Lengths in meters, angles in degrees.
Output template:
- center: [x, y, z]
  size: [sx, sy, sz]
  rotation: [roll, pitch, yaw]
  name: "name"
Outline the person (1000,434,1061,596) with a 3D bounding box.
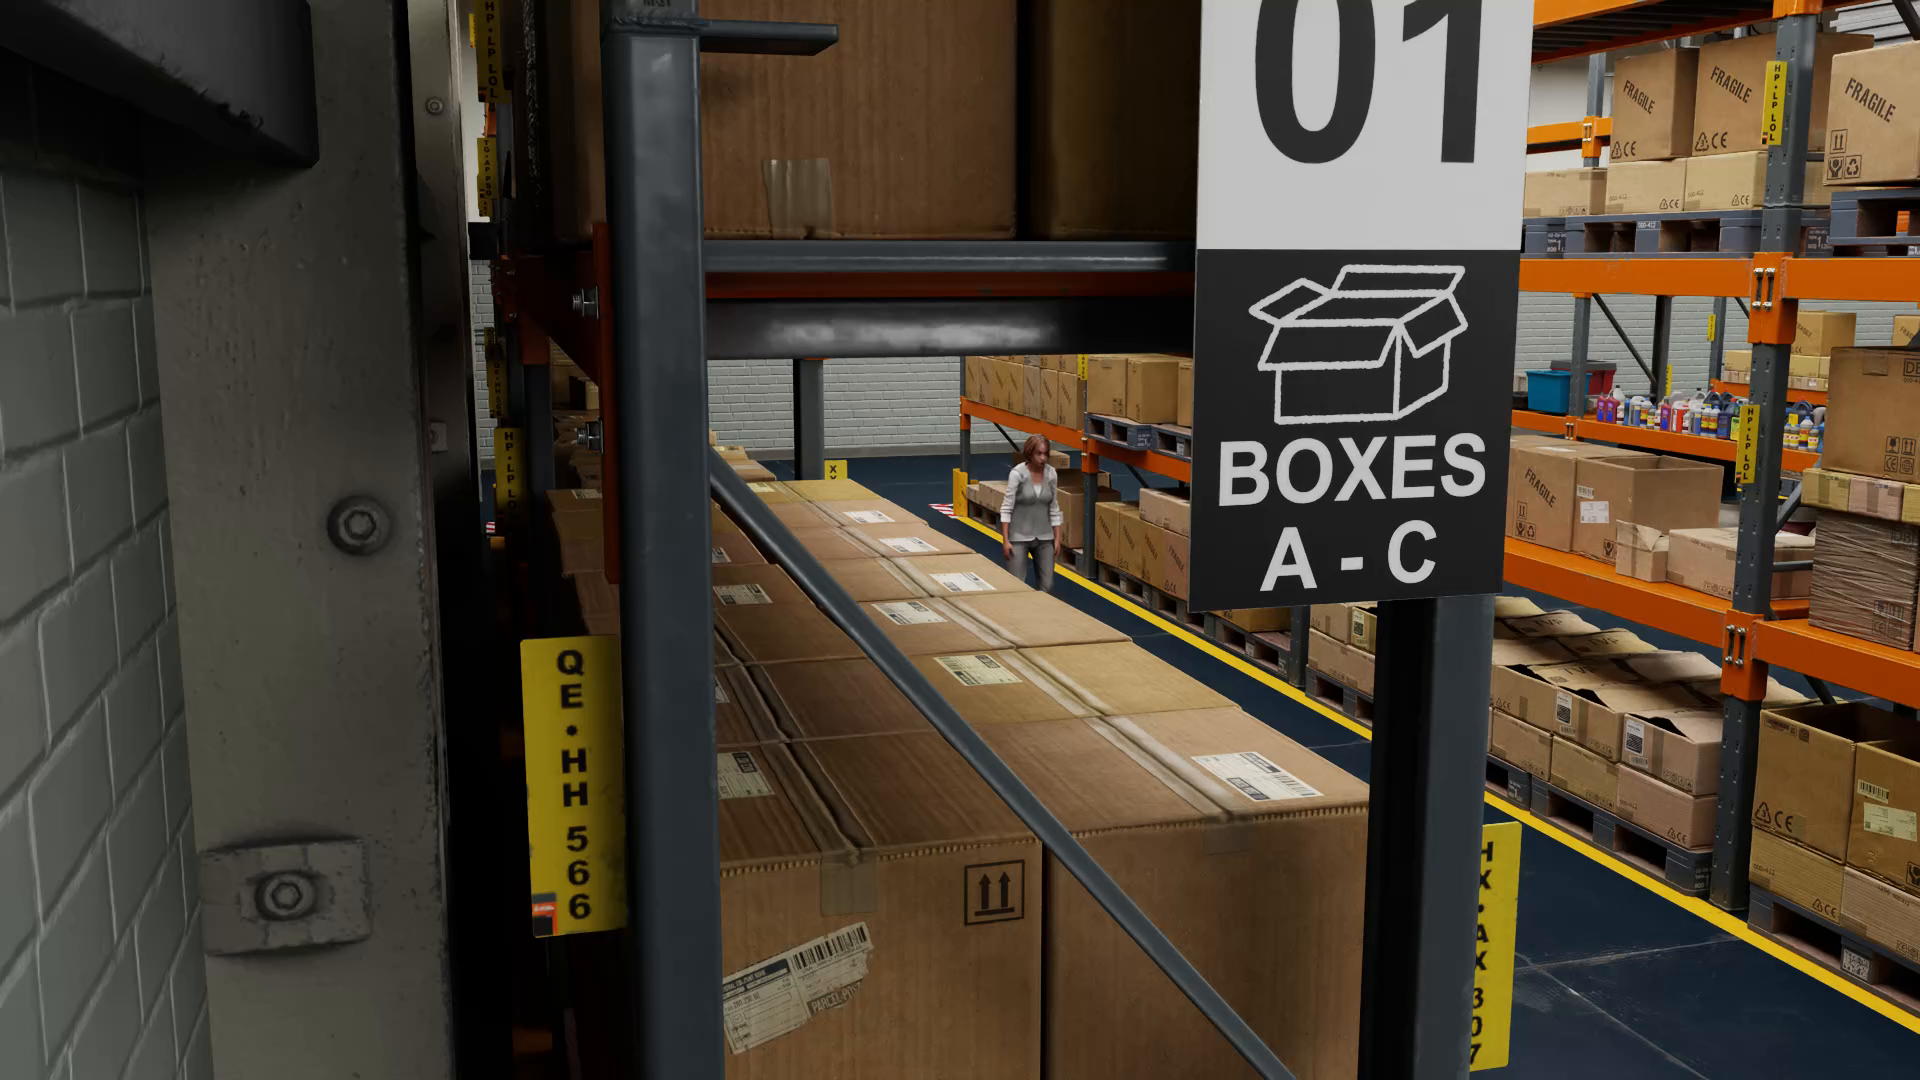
- center: [0.508, 0.027, 11.915]
  size: [0.472, 1.592, 0.347]
  rotation: [-3, 10, -19]
  name: "person"
